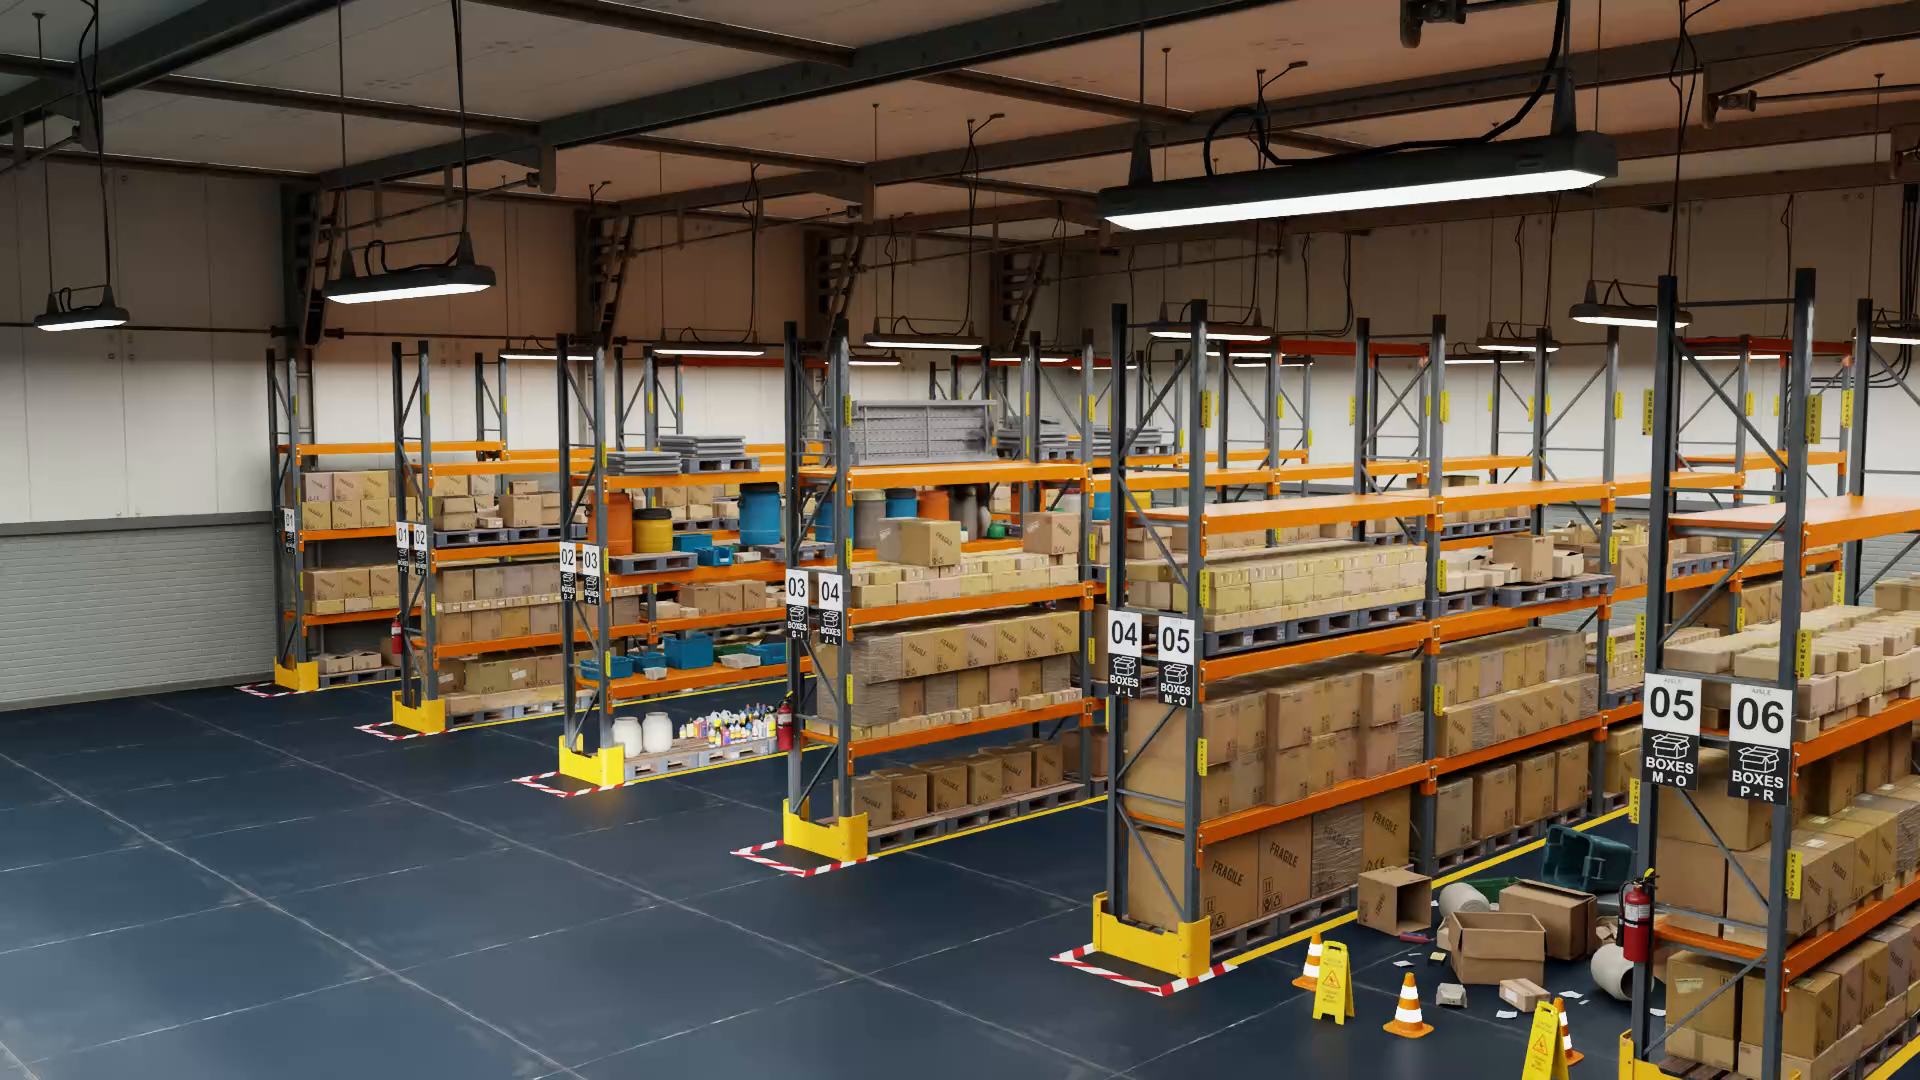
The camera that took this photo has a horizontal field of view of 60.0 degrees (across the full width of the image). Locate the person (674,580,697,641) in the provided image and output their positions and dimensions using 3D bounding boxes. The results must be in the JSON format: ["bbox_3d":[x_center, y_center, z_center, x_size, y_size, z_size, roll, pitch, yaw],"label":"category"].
[{"bbox_3d":[-5.198,1.483,32.154,0.659,1.782,0.966,3,6,35],"label":"person"}]
